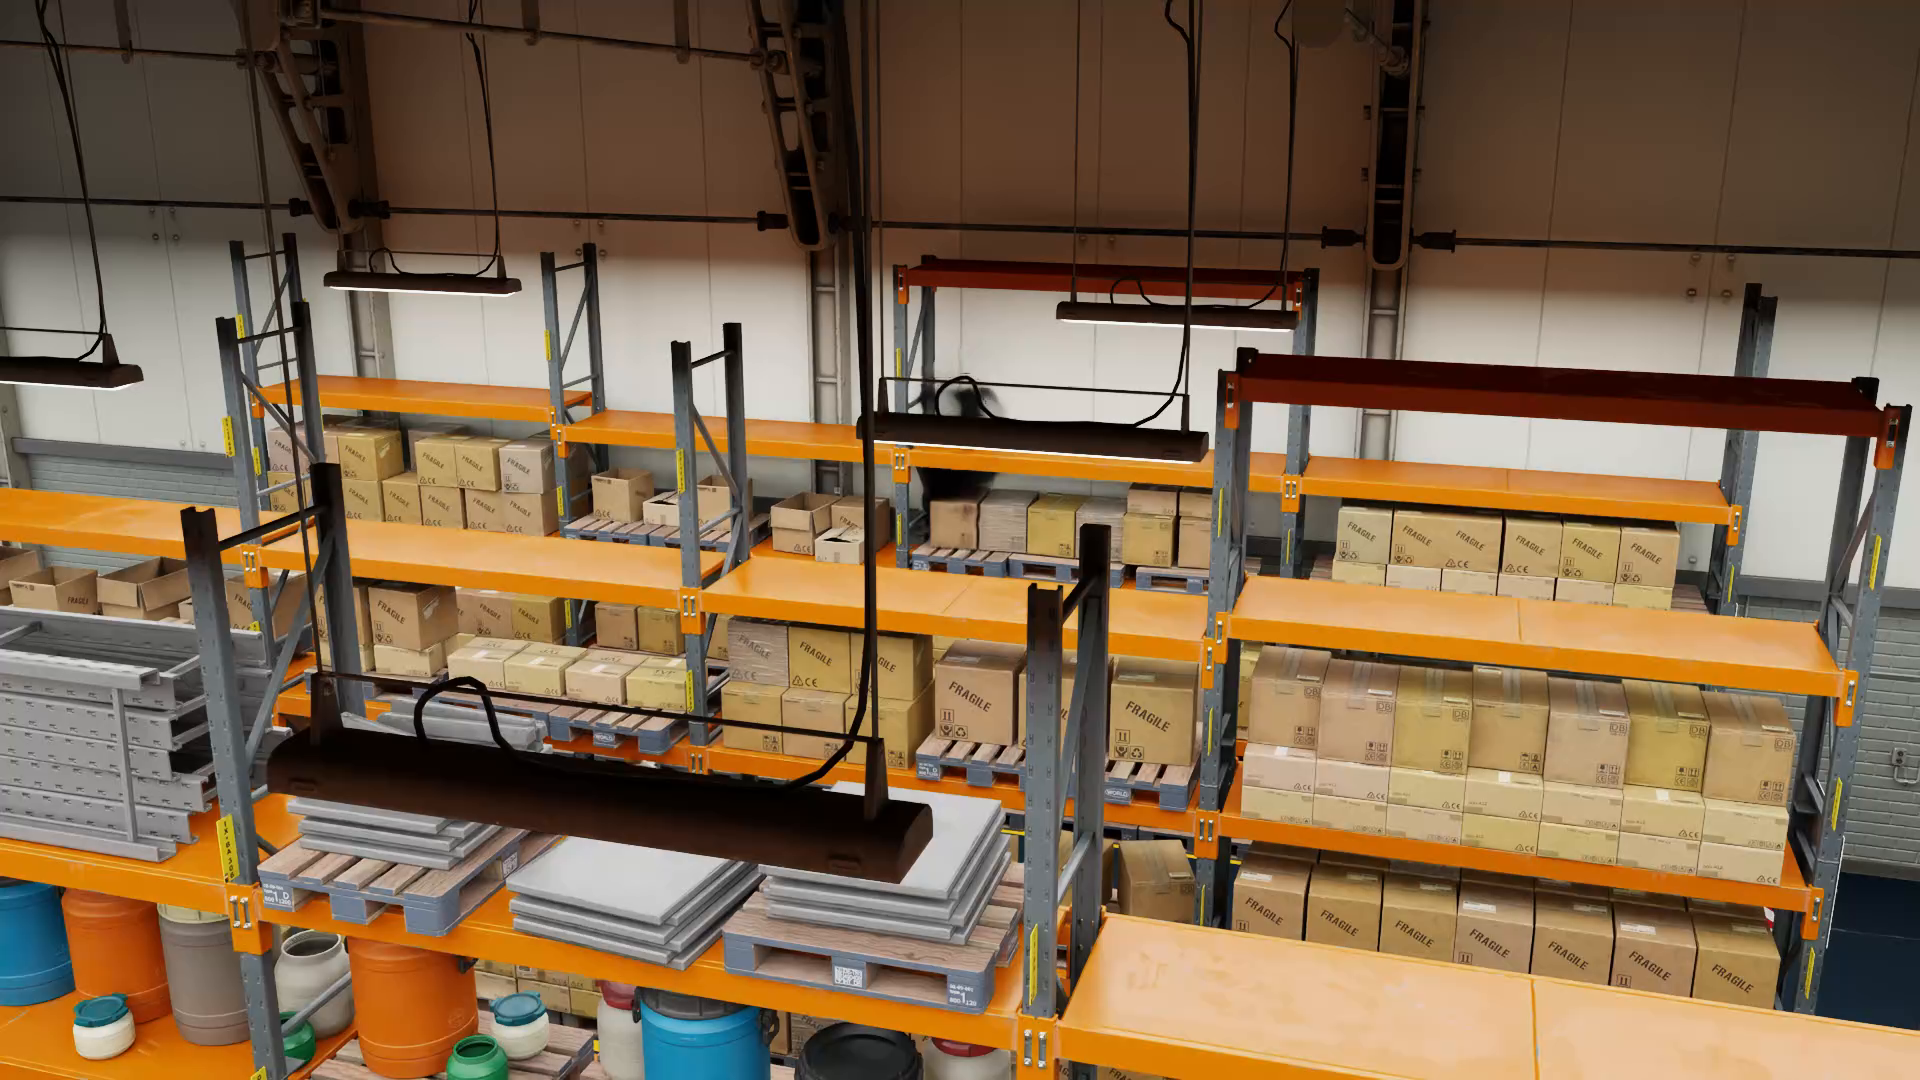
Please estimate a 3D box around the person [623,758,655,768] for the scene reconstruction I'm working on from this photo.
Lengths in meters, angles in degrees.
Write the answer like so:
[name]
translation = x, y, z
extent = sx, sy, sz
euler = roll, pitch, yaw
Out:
[person]
translation = -3.041, 2.753, 15.984
extent = 0.847, 1.844, 0.664
euler = 4, 17, 15
